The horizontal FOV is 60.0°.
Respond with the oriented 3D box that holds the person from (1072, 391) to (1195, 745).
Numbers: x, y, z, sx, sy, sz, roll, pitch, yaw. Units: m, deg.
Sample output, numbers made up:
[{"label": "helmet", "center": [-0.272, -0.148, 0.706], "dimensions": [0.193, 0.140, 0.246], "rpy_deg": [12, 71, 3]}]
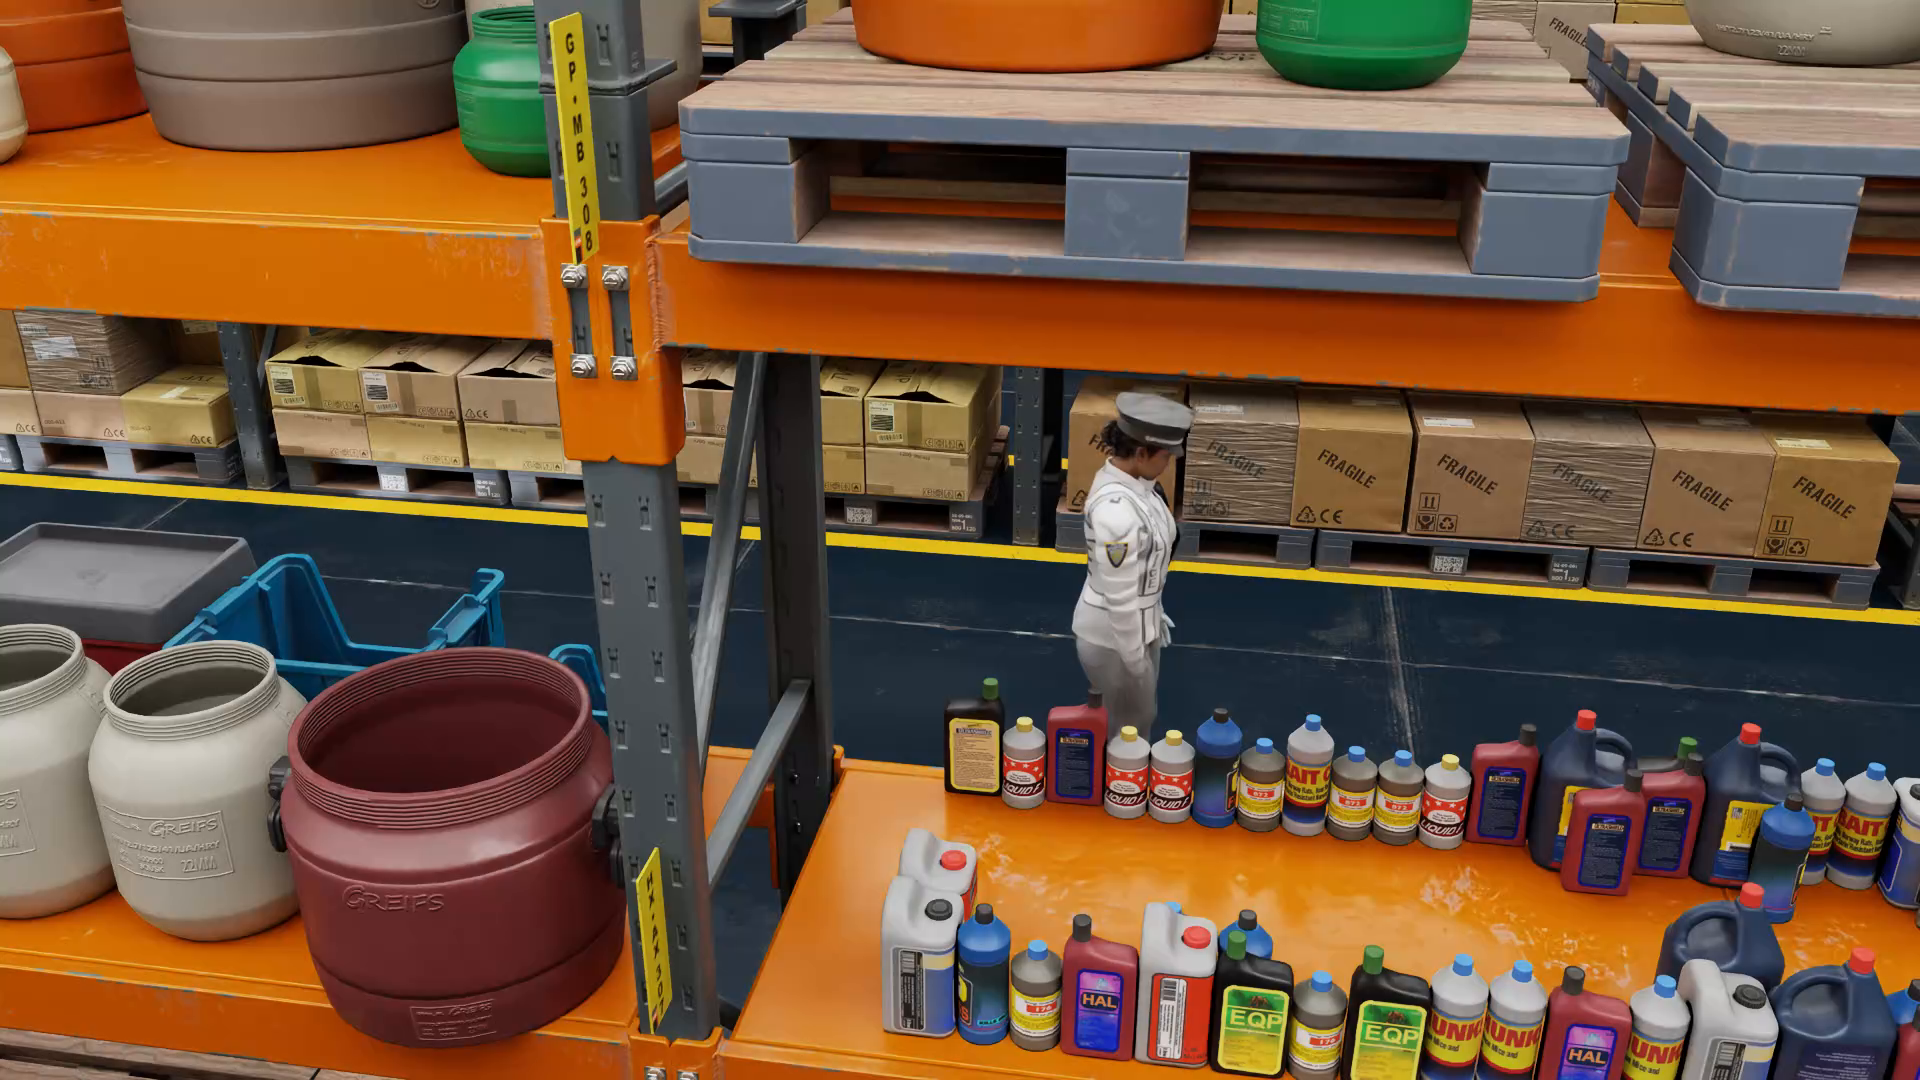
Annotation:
[{"label": "person", "center": [0.546, 0.315, 5.458], "dimensions": [0.352, 1.659, 0.479], "rpy_deg": [5, 25, 10]}]
